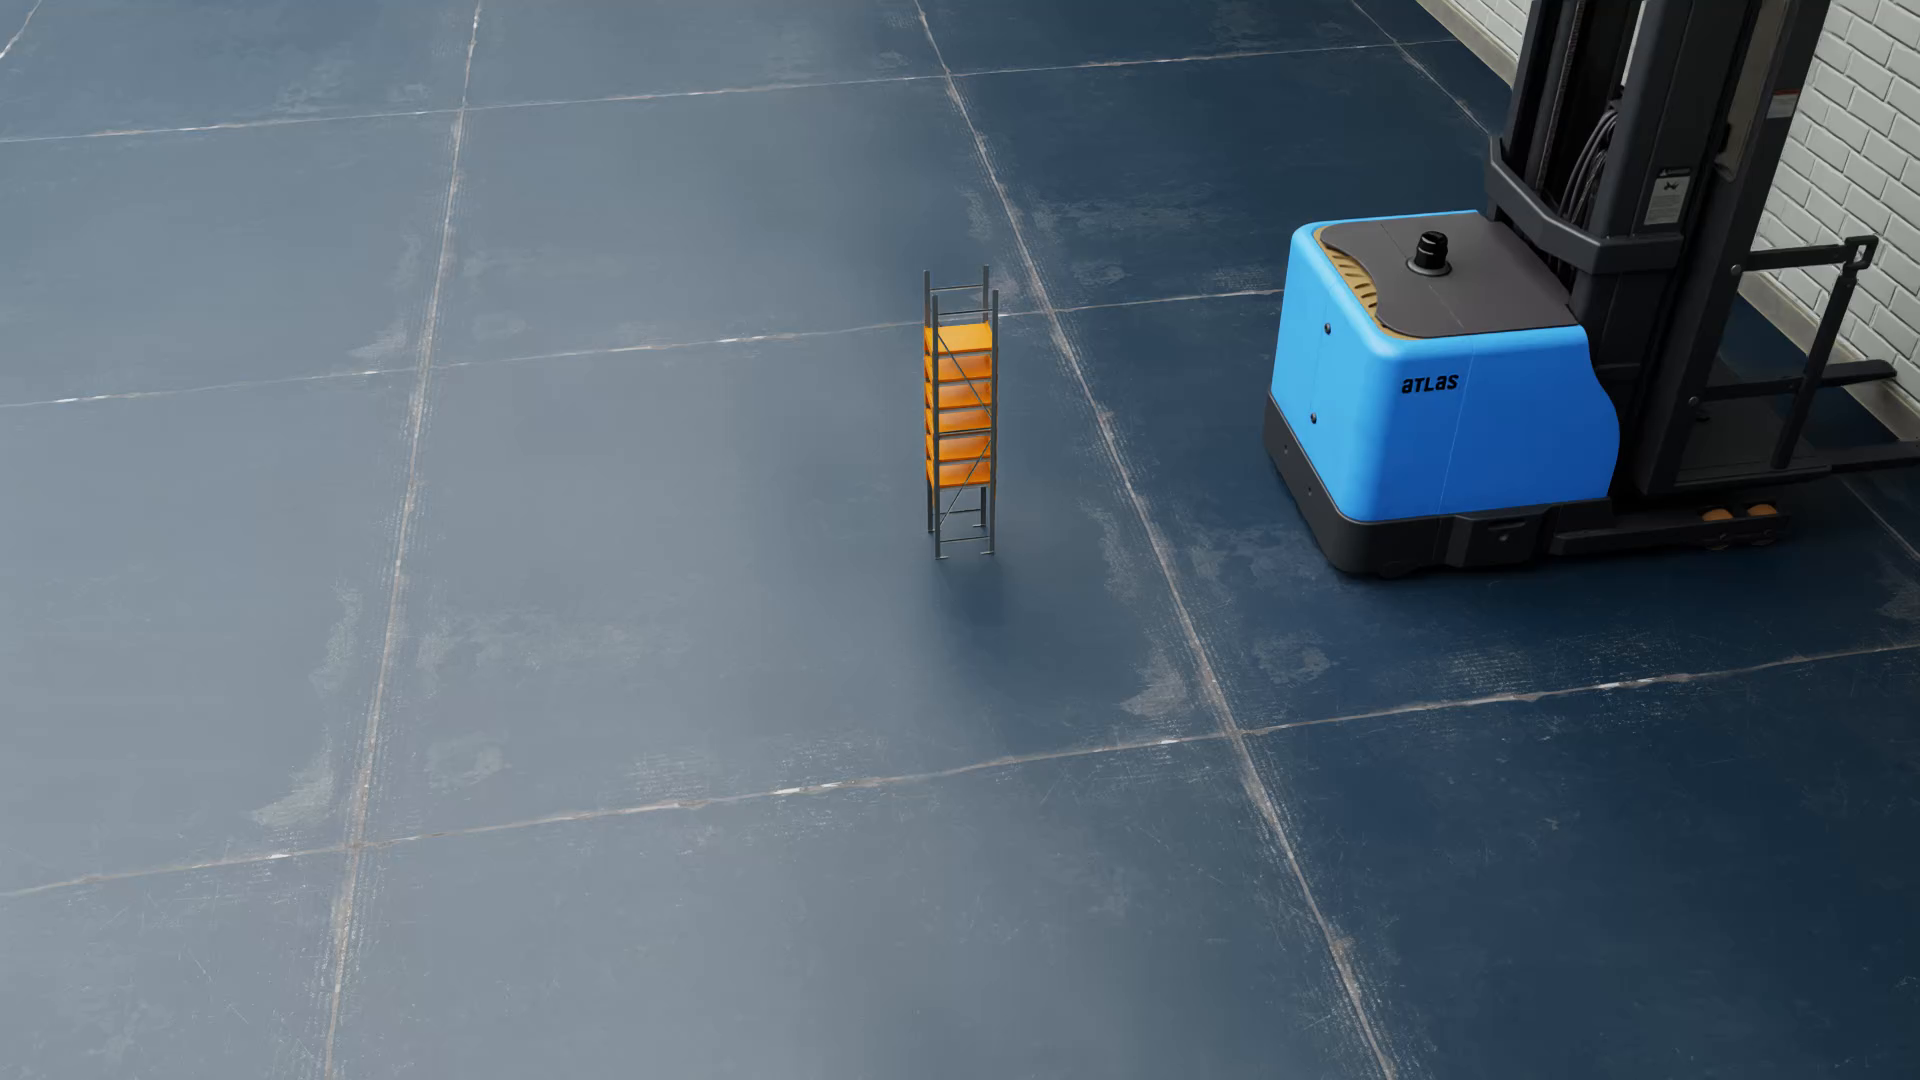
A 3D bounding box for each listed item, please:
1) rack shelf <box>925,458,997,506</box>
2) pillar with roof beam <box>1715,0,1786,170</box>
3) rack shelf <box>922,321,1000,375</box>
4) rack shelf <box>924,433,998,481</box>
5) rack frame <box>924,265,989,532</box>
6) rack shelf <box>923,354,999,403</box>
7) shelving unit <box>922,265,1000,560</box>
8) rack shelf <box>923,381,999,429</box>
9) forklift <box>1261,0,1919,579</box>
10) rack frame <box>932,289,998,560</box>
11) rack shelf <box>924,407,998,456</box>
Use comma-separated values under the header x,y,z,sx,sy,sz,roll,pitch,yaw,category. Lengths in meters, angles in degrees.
x,y,z,sx,sy,sz,roll,pitch,yaw,category
0.003,-0.240,6.545,0.258,0.103,0.180,-6,38,-8,rack shelf
-0.522,-4.578,5.308,9.100,9.000,0.400,-6,38,-8,pillar with roof beam
0.003,-0.714,6.177,0.258,0.103,0.180,-6,38,-8,rack shelf
0.003,-0.335,6.472,0.258,0.103,0.180,-6,38,-8,rack shelf
-0.013,-0.520,6.442,0.240,1.200,0.006,-6,38,-8,rack frame
0.003,-0.620,6.251,0.258,0.103,0.180,-6,38,-8,rack shelf
0.003,-0.465,6.371,0.258,1.200,0.189,-6,38,-8,shelving unit
0.003,-0.525,6.324,0.258,0.103,0.180,-6,38,-8,rack shelf
2.871,-1.432,6.204,3.031,2.935,1.130,-6,38,-8,forklift
0.019,-0.410,6.300,0.240,1.200,0.006,-6,38,-8,rack frame
0.003,-0.430,6.398,0.258,0.103,0.180,-6,38,-8,rack shelf
